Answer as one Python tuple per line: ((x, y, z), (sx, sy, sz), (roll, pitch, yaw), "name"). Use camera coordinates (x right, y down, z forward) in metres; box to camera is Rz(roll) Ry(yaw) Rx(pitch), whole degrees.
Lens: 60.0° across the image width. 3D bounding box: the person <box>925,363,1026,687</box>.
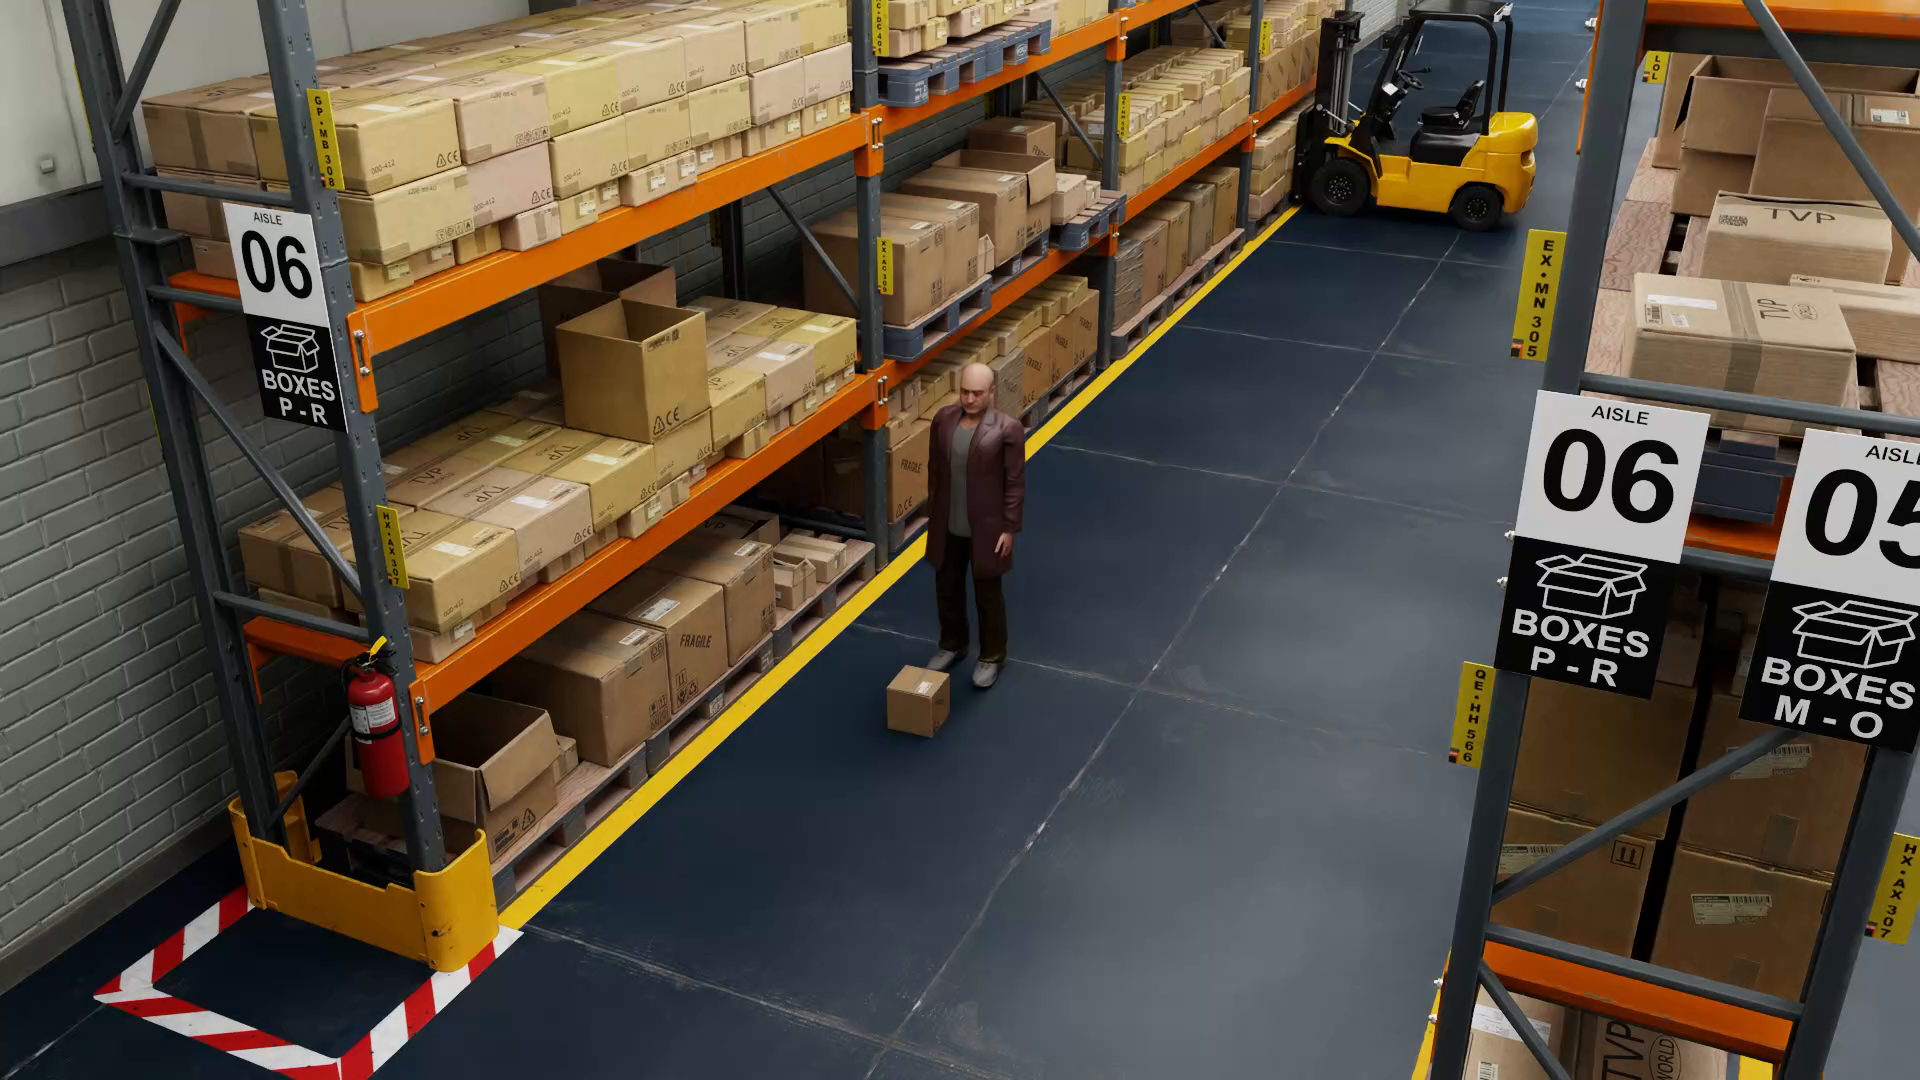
((0.068, 0.012, 8.839), (0.561, 1.576, 0.380), (12, 28, 24), "person")
